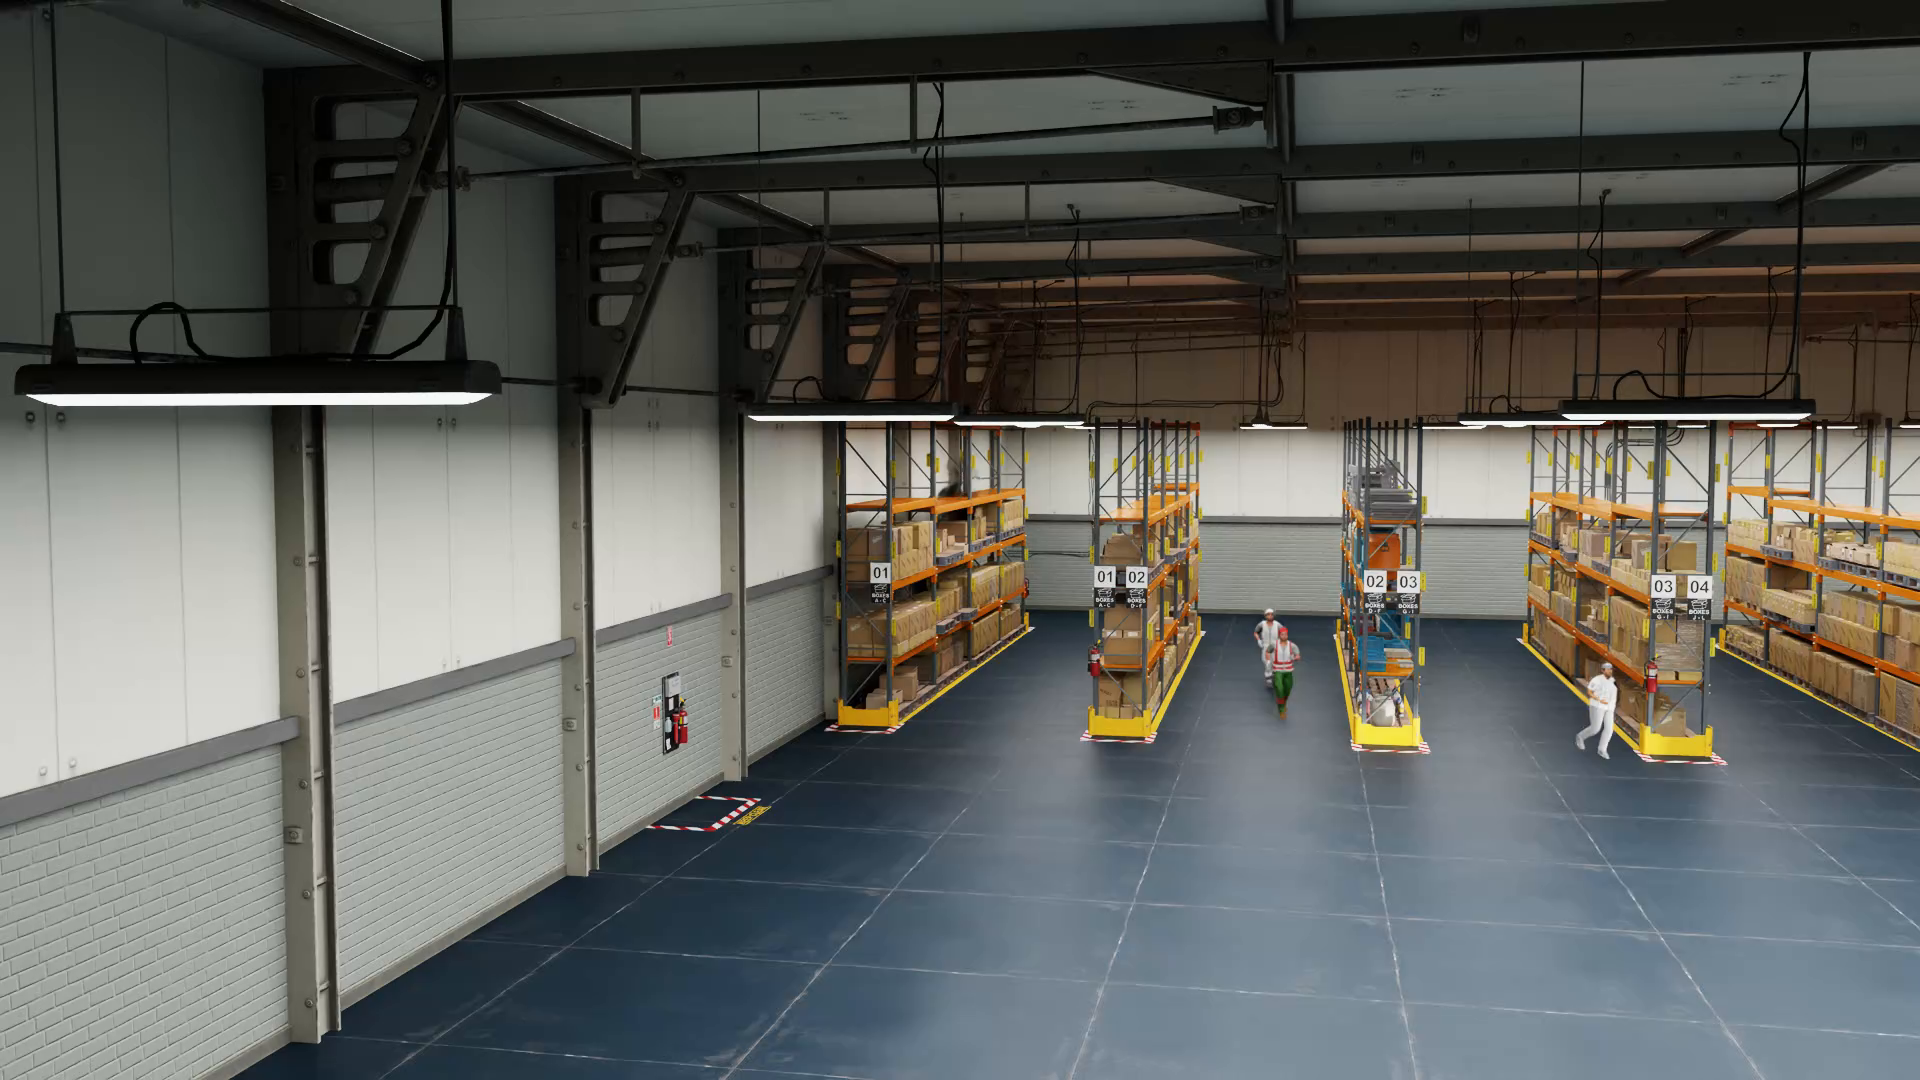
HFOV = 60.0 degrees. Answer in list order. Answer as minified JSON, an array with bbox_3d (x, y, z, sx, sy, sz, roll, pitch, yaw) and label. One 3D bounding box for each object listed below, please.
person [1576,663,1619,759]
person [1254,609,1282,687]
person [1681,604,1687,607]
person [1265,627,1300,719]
[{"bbox_3d":[11.401,2.999,29.538,0.638,1.662,0.775,-1,4,-18],"label":"person"},{"bbox_3d":[6.948,2.419,37.451,0.666,1.750,0.596,0,4,5],"label":"person"},{"bbox_3d":[18.697,2.055,43.065,0.722,1.781,0.869,1,4,22],"label":"person"},{"bbox_3d":[6.482,2.634,33.349,0.659,1.772,1.004,0,4,0],"label":"person"}]
